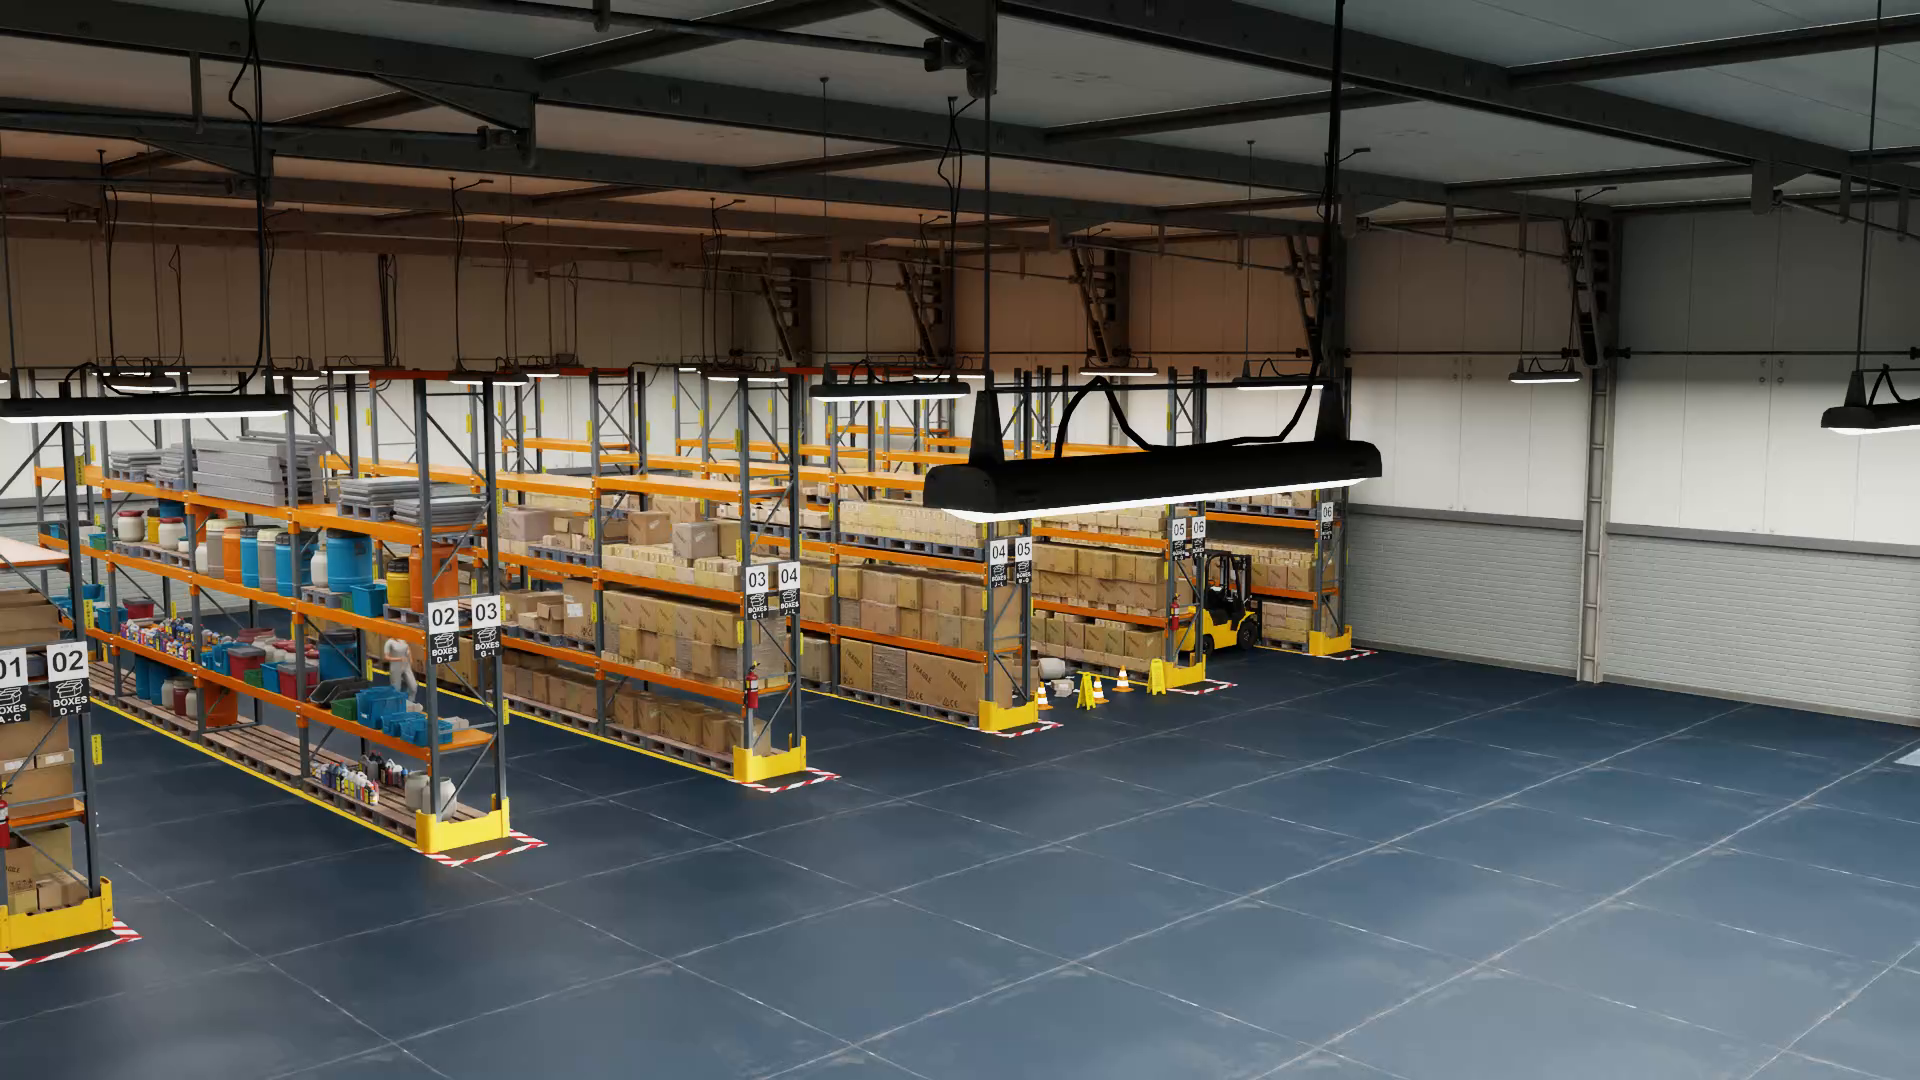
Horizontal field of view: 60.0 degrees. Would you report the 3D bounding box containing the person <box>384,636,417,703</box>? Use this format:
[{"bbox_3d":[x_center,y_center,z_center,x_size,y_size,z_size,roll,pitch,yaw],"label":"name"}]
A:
[{"bbox_3d":[-9.697,2.280,28.782,0.738,1.694,0.570,6,9,44],"label":"person"}]

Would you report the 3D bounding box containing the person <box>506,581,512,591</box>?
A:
[{"bbox_3d":[-9.423,1.588,34.337,0.991,1.783,0.710,5,8,35],"label":"person"}]

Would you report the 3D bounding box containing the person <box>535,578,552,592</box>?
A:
[{"bbox_3d":[-10.289,0.887,41.120,0.547,1.613,0.659,1,7,8],"label":"person"}]
